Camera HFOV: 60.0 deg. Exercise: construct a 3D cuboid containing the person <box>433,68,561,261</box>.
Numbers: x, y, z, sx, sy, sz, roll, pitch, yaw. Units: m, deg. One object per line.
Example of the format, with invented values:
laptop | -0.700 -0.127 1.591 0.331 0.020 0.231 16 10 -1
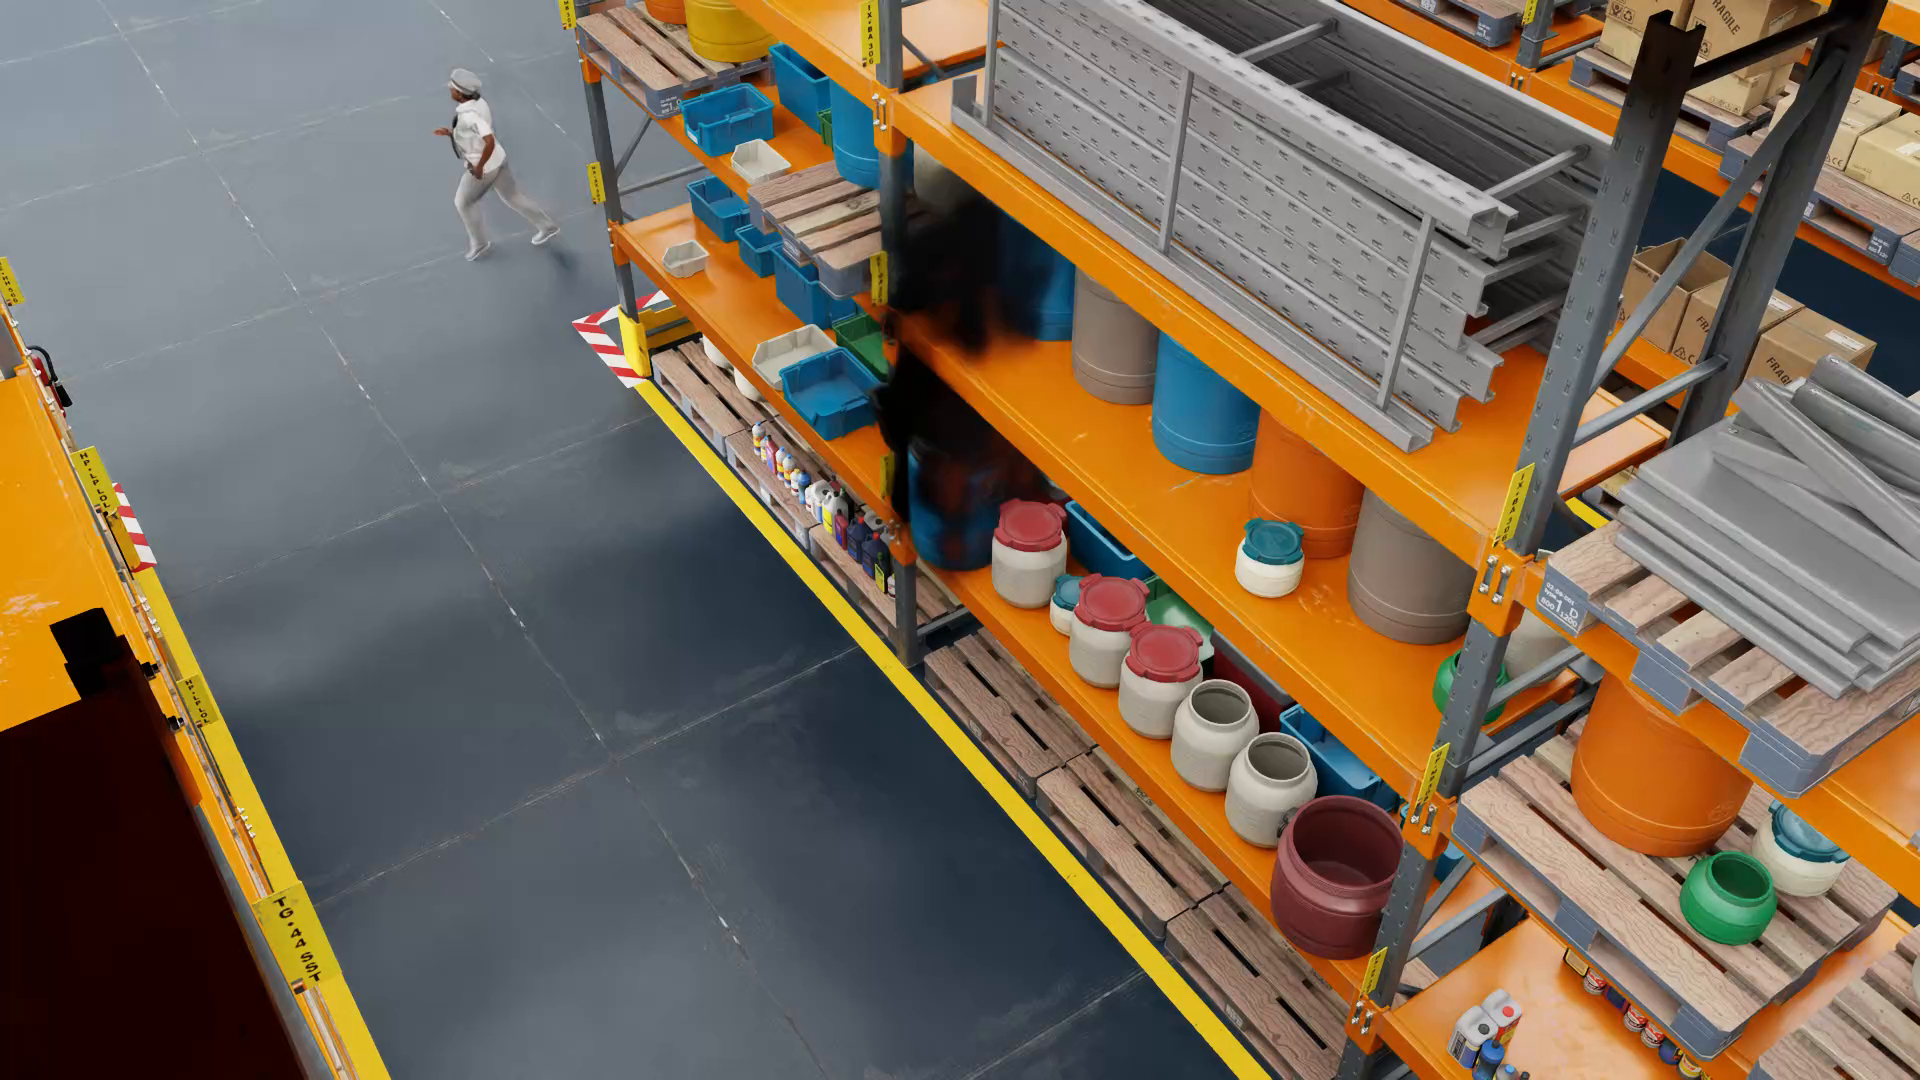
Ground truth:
person | -3.912 -3.088 13.876 0.890 1.747 0.587 4 43 4
